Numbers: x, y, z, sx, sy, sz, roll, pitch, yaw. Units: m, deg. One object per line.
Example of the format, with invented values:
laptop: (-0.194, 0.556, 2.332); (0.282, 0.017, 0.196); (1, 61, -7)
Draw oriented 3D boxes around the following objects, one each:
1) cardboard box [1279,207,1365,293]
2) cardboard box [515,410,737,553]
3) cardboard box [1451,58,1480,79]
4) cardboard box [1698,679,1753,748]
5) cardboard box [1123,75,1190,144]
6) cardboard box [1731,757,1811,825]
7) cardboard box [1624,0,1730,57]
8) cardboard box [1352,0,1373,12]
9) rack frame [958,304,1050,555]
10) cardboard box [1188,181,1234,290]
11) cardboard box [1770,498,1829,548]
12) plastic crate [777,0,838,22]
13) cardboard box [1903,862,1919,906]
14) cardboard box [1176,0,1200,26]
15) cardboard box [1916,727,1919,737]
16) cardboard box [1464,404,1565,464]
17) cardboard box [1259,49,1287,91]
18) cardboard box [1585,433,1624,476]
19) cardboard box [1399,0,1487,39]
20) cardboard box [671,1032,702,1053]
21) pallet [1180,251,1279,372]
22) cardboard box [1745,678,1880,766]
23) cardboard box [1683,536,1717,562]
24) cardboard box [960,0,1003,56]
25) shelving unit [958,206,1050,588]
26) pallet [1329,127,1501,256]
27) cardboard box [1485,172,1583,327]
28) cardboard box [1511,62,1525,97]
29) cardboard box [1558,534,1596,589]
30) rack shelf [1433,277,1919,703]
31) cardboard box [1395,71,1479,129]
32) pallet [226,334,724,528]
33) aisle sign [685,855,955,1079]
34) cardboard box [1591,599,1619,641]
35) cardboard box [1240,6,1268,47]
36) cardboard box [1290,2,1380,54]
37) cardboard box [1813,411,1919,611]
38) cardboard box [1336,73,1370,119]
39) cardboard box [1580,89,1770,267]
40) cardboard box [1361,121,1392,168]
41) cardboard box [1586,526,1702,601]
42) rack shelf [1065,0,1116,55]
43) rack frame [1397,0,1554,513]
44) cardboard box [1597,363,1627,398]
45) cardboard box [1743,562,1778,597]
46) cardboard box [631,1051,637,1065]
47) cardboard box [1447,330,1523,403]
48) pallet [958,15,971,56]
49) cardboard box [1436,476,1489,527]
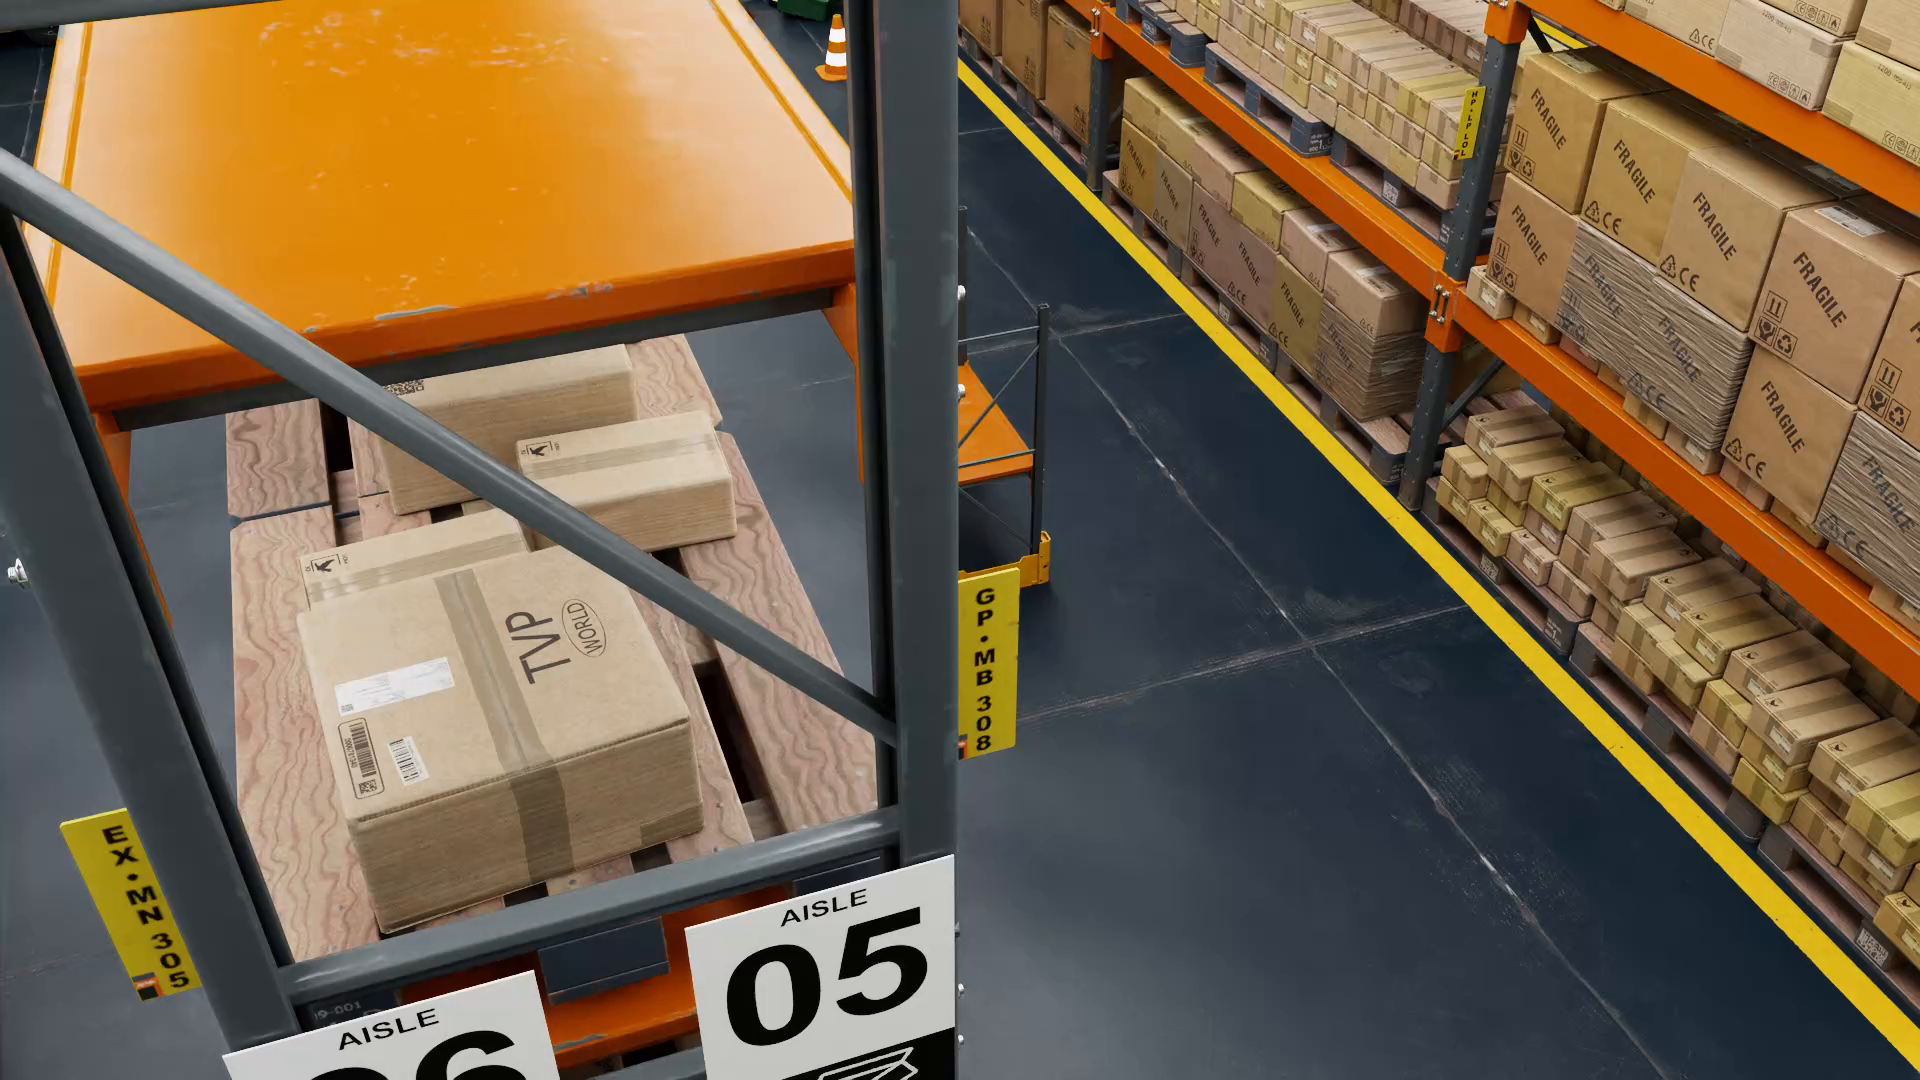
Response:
cardboard box: (2.087, -1.604, 9.052); (0.500, 0.250, 0.500); (-11, 38, -14)
cardboard box: (-0.650, -0.100, 3.233); (0.380, 0.149, 0.250); (-11, 38, -14)
cardboard box: (2.771, -2.416, 8.638); (0.380, 0.149, 0.250); (-14, 39, -18)
cardboard box: (3.231, 0.667, 6.705); (0.380, 0.149, 0.250); (-11, 38, -14)
cardboard box: (1.379, -2.763, 10.590); (0.500, 0.250, 0.500); (-14, 39, -18)
cardboard box: (3.307, 0.943, 6.585); (0.380, 0.149, 0.250); (-14, 39, -18)
cardboard box: (2.838, -2.015, 6.124); (0.500, 0.250, 0.500); (-13, 39, -17)
cardboard box: (2.412, -3.007, 9.421); (0.380, 0.149, 0.250); (-11, 38, -15)
rack frame: (0.146, -0.360, 7.542); (0.500, 1.500, 0.032); (-12, 39, -16)
cardboard box: (1.730, -1.878, 10.039); (0.500, 0.500, 0.500); (-13, 39, -17)
cardboard box: (3.277, -0.132, 6.201); (0.380, 0.149, 0.250); (-12, 39, -15)
plastic crate: (-1.297, -4.720, 14.373); (0.450, 0.188, 0.662); (14, 38, 2)
cardboard box: (3.633, 1.240, 5.944); (0.380, 0.149, 0.250); (-13, 39, -17)
cardboard box: (1.519, -3.202, 9.928); (0.380, 0.149, 0.250); (-11, 38, -14)
cardboard box: (3.923, 0.730, 6.374); (0.380, 0.149, 0.250); (-14, 39, -18)
cardboard box: (2.669, -0.503, 8.011); (0.380, 0.149, 0.250); (-11, 38, -14)
cardboard box: (1.880, -2.610, 9.143); (0.380, 0.149, 0.250); (-14, 39, -17)
cardboard box: (3.237, -0.457, 7.950); (0.380, 0.149, 0.250); (-12, 39, -15)
cardboard box: (2.596, -2.827, 8.935); (0.380, 0.149, 0.250); (-11, 38, -14)
cardboard box: (-0.353, 0.912, 3.154); (0.380, 0.149, 0.250); (-12, 39, -15)
pallet: (2.053, -1.490, 10.113); (1.003, 0.211, 1.213); (-12, 39, -16)
cardboard box: (3.287, 0.699, 6.415); (0.380, 0.149, 0.250); (-11, 38, -14)
cardboard box: (3.466, 0.090, 7.470); (0.380, 0.149, 0.250); (-12, 38, -15)
cardboard box: (0.619, -4.384, 13.159); (1.050, 0.750, 0.750); (-12, 39, -16)
shelving unit: (-0.026, -0.642, 7.916); (0.587, 1.500, 1.083); (-12, 39, -16)
pallet: (2.619, -1.859, 8.445); (1.003, 0.211, 1.213); (-12, 39, -16)
cardboard box: (2.679, -1.301, 7.214); (0.500, 0.500, 0.500); (-13, 39, -17)
cardboard box: (2.940, -2.253, 8.173); (0.380, 0.149, 0.250); (-11, 38, -15)
cardboard box: (2.949, 0.057, 7.515); (0.380, 0.149, 0.250); (-14, 39, -18)
rack shelf: (3.434, -0.057, 6.490); (1.077, 0.370, 4.000); (-12, 39, -16)
cardboard box: (2.331, -2.117, 7.993); (0.380, 0.149, 0.250); (-14, 39, -17)
pallet: (-1.180, -0.402, 3.932); (1.003, 0.211, 1.213); (-12, 39, -16)
aisle sign: (-0.194, 0.810, 2.581); (0.394, 0.787, 0.004); (-12, 39, -16)
cardboard box: (3.055, 0.327, 7.403); (0.380, 0.149, 0.250); (-14, 39, -18)
cardboard box: (1.791, -2.878, 9.250); (0.380, 0.149, 0.250); (-13, 39, -16)
cardboard box: (1.976, -2.702, 8.769); (0.380, 0.149, 0.250); (-14, 39, -18)
cardboard box: (3.370, -0.150, 5.686); (0.500, 0.500, 0.500); (-12, 39, -16)
cardboard box: (2.150, -2.287, 8.466); (0.380, 0.149, 0.250); (-14, 39, -17)
cardboard box: (2.865, -1.437, 6.564); (0.500, 0.500, 0.500); (-14, 39, -17)
cardboard box: (2.249, -2.012, 8.349); (0.380, 0.149, 0.250); (-13, 39, -16)
cardboard box: (2.964, 0.101, 7.209); (0.380, 0.149, 0.250); (-12, 39, -15)
rack shelf: (0.681, -4.576, 12.490); (1.077, 0.370, 4.000); (-12, 39, -16)
rack frame: (2.745, -1.474, 7.774); (1.000, 3.000, 0.127); (-12, 39, -16)
cardboard box: (2.923, -0.721, 6.983); (0.380, 0.149, 0.250); (-14, 39, -18)
cardboard box: (3.630, 0.128, 7.173); (0.380, 0.149, 0.250); (-14, 39, -18)
cardboard box: (-0.587, 1.217, 4.118); (0.500, 0.500, 0.500); (-13, 39, -17)
cardboard box: (2.740, -1.115, 9.027); (0.500, 0.500, 0.500); (-11, 38, -14)
pallet: (0.329, -4.459, 14.055); (1.003, 0.211, 1.213); (-12, 39, -16)
cardboard box: (2.569, -0.231, 8.144); (0.380, 0.149, 0.250); (-14, 39, -18)
